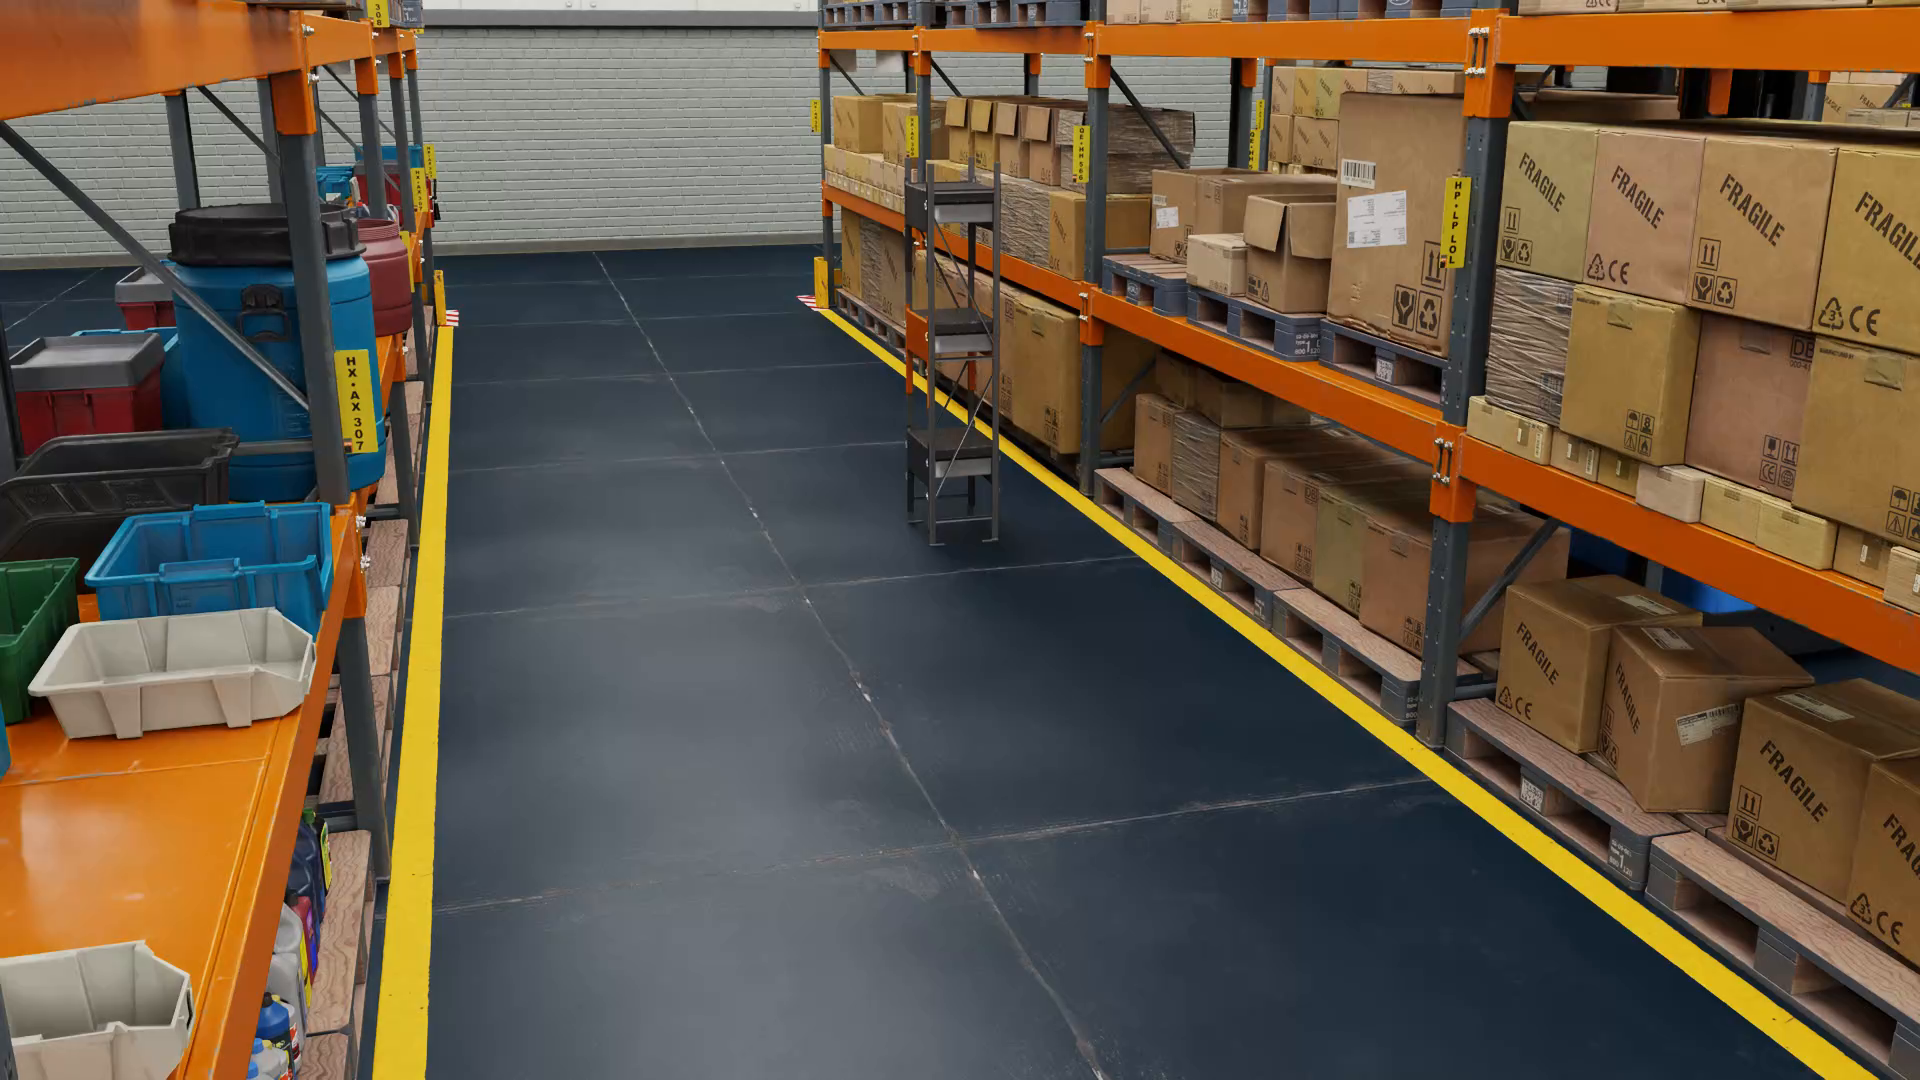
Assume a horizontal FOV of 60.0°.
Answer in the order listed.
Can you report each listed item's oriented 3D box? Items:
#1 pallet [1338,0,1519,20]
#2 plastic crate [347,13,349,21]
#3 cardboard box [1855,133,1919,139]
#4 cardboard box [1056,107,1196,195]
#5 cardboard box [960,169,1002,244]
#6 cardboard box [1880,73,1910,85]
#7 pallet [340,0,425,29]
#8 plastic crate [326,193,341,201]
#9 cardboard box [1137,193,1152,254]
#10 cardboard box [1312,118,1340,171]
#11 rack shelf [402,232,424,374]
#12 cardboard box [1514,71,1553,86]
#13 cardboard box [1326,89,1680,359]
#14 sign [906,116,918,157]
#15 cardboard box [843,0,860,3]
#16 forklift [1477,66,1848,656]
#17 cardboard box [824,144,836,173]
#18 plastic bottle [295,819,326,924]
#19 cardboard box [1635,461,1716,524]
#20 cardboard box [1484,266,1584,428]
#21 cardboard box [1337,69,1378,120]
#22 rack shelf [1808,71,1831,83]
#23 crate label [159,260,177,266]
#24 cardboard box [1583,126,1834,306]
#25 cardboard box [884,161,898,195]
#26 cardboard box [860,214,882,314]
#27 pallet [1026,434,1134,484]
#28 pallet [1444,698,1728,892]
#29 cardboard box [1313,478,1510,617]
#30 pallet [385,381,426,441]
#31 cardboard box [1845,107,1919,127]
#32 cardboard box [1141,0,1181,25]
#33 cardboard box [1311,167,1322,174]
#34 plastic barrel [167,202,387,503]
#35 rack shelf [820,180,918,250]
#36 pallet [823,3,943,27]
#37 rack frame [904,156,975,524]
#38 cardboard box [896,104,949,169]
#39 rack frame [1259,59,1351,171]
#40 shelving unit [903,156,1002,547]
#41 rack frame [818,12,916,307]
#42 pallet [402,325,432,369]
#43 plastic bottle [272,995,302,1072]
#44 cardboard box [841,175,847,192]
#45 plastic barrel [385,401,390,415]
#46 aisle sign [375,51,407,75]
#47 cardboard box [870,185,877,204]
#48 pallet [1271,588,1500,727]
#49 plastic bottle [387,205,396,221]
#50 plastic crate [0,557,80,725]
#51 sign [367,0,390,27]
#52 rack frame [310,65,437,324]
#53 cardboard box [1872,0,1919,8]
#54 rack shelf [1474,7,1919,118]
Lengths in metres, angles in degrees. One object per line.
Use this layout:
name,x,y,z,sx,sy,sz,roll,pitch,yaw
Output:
pallet,2.277,-2.176,6.594,1.213,0.211,1.003,-5,17,-15
plastic crate,-4.694,-4.210,13.268,0.497,0.269,0.590,-5,17,-15
cardboard box,3.008,-0.940,4.938,0.500,0.500,0.500,-5,17,-15
cardboard box,1.060,-2.488,10.604,0.797,0.503,0.637,-4,17,-13
cardboard box,0.308,-2.486,12.341,0.500,0.500,0.500,-5,17,-17
cardboard box,9.284,-4.544,16.325,0.380,0.149,0.250,-5,17,-16
pallet,-4.307,-3.608,11.364,1.213,0.211,1.003,-5,17,-15
plastic crate,-5.384,-2.832,14.018,0.293,0.136,0.466,-5,17,-15
cardboard box,1.373,-1.960,10.590,0.500,0.500,0.500,-4,17,-14
cardboard box,3.995,-4.095,17.180,0.500,0.500,0.500,-4,17,-15
rack shelf,-4.066,-1.573,10.727,1.077,0.370,4.000,-5,17,-15
cardboard box,5.053,-4.040,15.259,0.500,0.500,0.500,-4,17,-14
cardboard box,2.261,-1.369,7.023,1.000,1.000,1.000,-5,17,-15
sign,-0.387,-3.271,13.485,0.100,0.325,0.005,-5,17,-15
cardboard box,-0.720,-5.398,15.916,0.700,0.500,0.500,-5,18,-17
forklift,3.285,-1.232,8.460,1.130,2.935,3.031,-5,18,-17
cardboard box,-1.081,-3.886,16.917,0.500,0.250,0.500,-5,17,-17
plastic bottle,-1.963,0.955,4.899,0.144,0.351,0.185,-5,17,-17
cardboard box,2.373,-0.168,5.235,0.380,0.149,0.250,-5,17,-15
cardboard box,2.409,-0.711,5.914,0.875,0.500,0.500,-5,17,-15
cardboard box,4.121,-4.432,16.564,0.500,0.500,0.500,-5,18,-17
rack shelf,6.592,-2.659,9.128,1.077,0.370,4.000,-5,17,-15
crate label,-3.504,-1.085,7.790,0.502,0.435,0.616,-5,17,-15
cardboard box,2.363,-1.036,5.259,0.500,0.500,0.500,-5,17,-15
cardboard box,-0.372,-3.178,14.561,0.500,0.250,0.500,-4,17,-14
cardboard box,-0.450,-2.730,16.291,0.875,0.875,0.875,-5,17,-15
pallet,1.101,-0.645,11.232,1.003,0.211,1.213,-5,17,-15
pallet,2.563,0.869,6.194,1.003,0.211,1.213,-5,17,-15
cardboard box,2.084,0.032,7.713,0.700,0.500,0.500,-5,17,-16
pallet,-4.444,-0.919,12.144,1.003,0.211,1.213,-5,17,-15
cardboard box,6.156,-2.522,10.723,0.700,0.500,0.500,-5,17,-16
cardboard box,1.270,-2.829,8.702,0.500,0.250,0.500,-4,17,-14
cardboard box,3.953,-3.891,17.628,0.380,0.149,0.250,-4,17,-13
plastic barrel,-2.232,-0.629,5.461,0.600,0.901,0.708,-5,17,-15
rack shelf,-0.403,-3.071,15.714,1.077,0.370,4.000,-5,17,-15
pallet,-0.739,-5.159,16.353,1.003,0.211,1.213,-5,17,-15
rack frame,-0.113,-1.119,9.527,0.400,2.100,0.015,-5,17,-15
cardboard box,-0.237,-3.399,13.992,0.500,0.500,0.500,-4,17,-14
rack frame,3.844,-4.333,18.664,1.000,3.000,0.127,-5,17,-15
shelving unit,-0.045,-1.051,9.302,0.431,2.100,0.503,-5,17,-15
rack frame,-0.953,-3.969,17.452,1.000,3.000,0.127,-5,17,-15
pallet,-5.194,-1.674,14.658,1.003,0.211,1.213,-5,17,-15
plastic bottle,-1.722,1.245,4.194,0.097,0.201,0.097,0,17,0
cardboard box,-0.957,-3.511,16.363,0.380,0.149,0.250,-5,17,-16
plastic barrel,-4.288,-1.320,11.549,0.600,0.901,0.708,-5,17,-15
aisle sign,-5.453,-4.866,15.918,0.394,0.787,0.004,-5,17,-15
cardboard box,-0.606,-3.156,15.182,0.380,0.149,0.250,-5,17,-16
pallet,2.129,0.470,7.519,1.003,0.211,1.213,-5,17,-15
plastic bottle,-4.049,-2.219,11.712,0.144,0.351,0.185,-5,17,-15
plastic crate,-2.316,0.241,3.804,0.450,0.188,0.662,-5,17,-15
sign,-2.990,-2.797,8.516,0.100,0.325,0.005,-5,17,-15
rack frame,-5.715,-3.578,16.148,1.000,3.000,0.127,-5,17,-15
cardboard box,2.651,-1.441,4.080,0.500,0.250,0.500,-5,17,-16
rack shelf,2.894,-1.189,4.232,1.077,0.370,4.000,-5,17,-15
